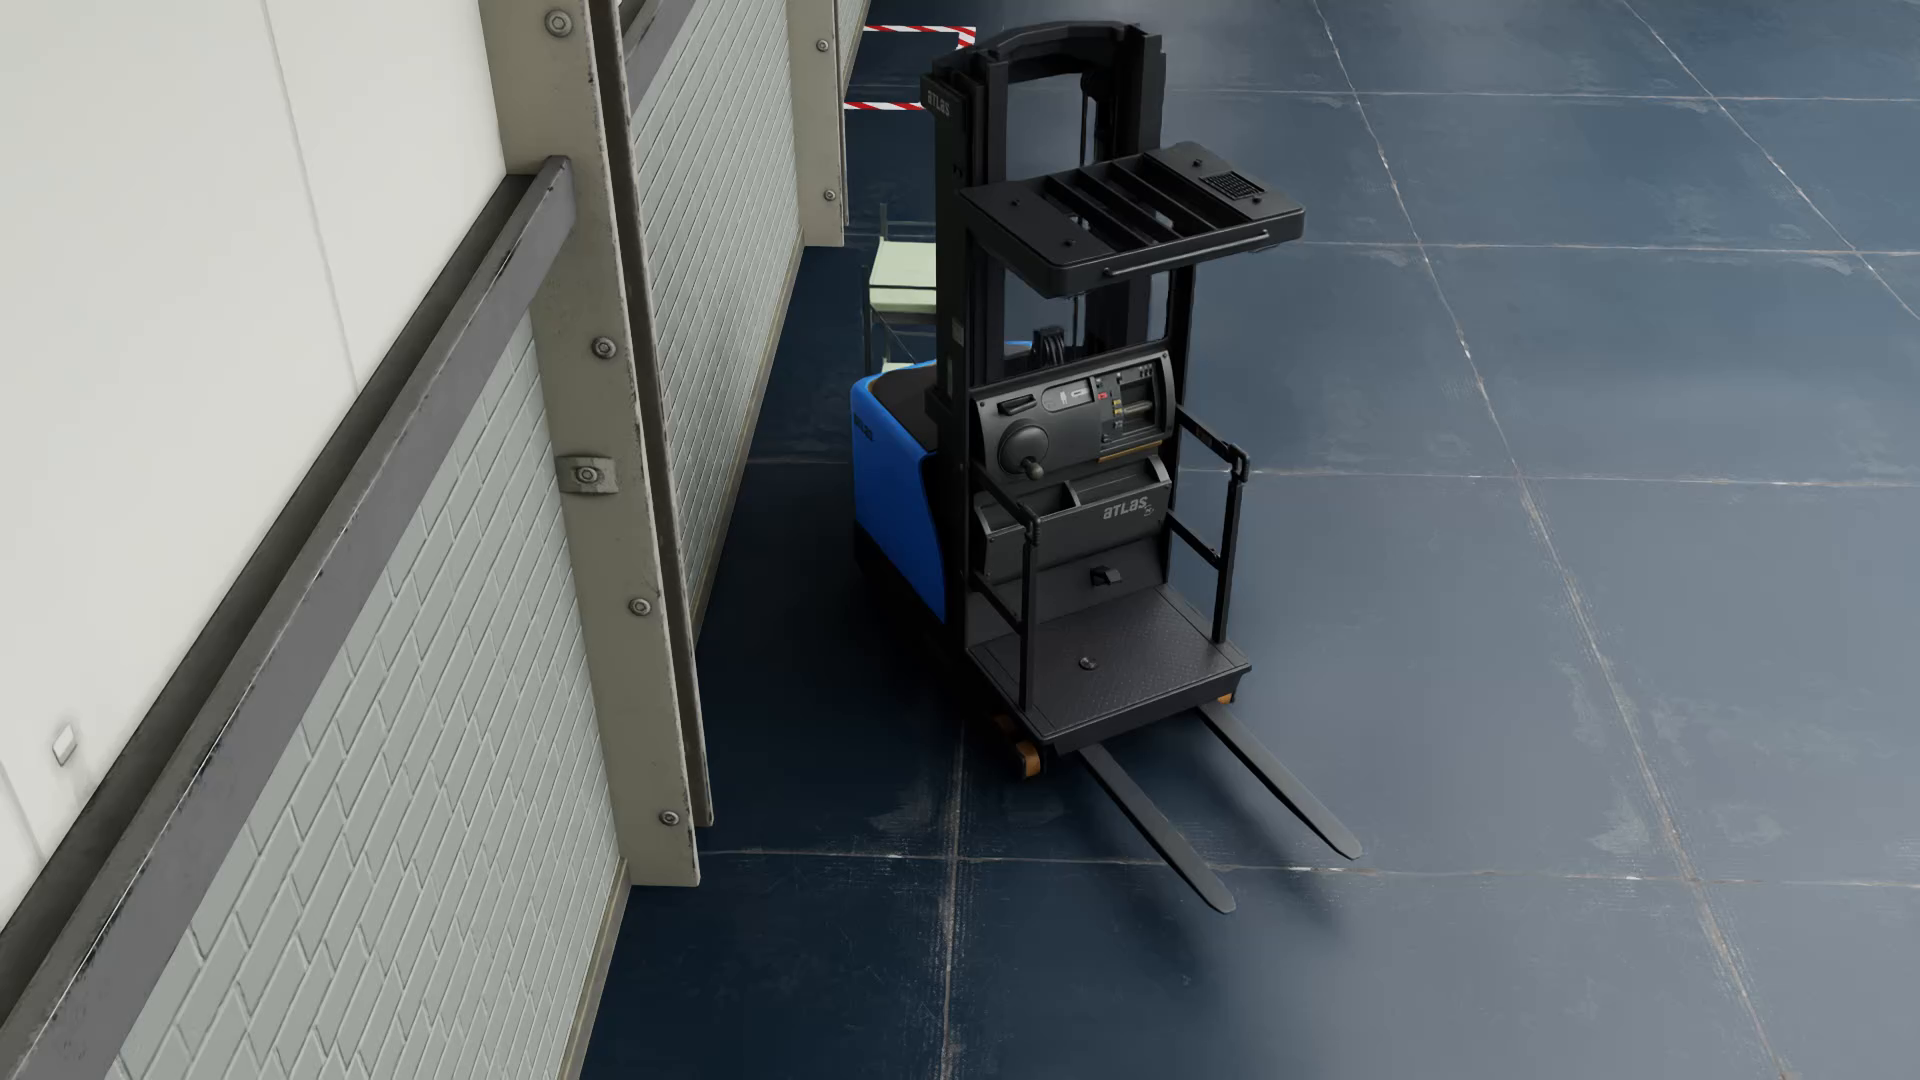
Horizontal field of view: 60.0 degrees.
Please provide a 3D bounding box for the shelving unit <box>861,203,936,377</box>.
[{"bbox_3d":[-0.242,-0.896,8.666,0.431,1.500,0.755,3,35,4],"label":"shelving unit"}]

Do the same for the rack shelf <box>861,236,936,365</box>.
[{"bbox_3d":[-0.242,-1.215,8.442,0.431,0.370,0.720,3,35,4],"label":"rack shelf"}]

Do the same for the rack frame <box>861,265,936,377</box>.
[{"bbox_3d":[-0.271,-0.686,8.368,0.400,1.500,0.023,3,35,4],"label":"rack frame"}]

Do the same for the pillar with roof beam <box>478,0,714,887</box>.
[{"bbox_3d":[3.099,-2.302,4.145,9.100,9.000,0.400,1,35,2],"label":"pillar with roof beam"}]

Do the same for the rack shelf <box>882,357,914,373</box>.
[{"bbox_3d":[-0.242,-0.629,8.854,0.431,0.370,0.720,3,35,4],"label":"rack shelf"}]

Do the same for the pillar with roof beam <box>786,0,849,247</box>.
[{"bbox_3d":[3.340,-5.749,9.050,9.100,9.000,0.400,1,35,2],"label":"pillar with roof beam"}]

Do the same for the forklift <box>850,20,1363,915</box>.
[{"bbox_3d":[0.592,-0.460,6.802,1.130,2.935,3.031,-17,38,-22],"label":"forklift"}]

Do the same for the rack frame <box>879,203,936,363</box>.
[{"bbox_3d":[-0.213,-1.106,8.965,0.400,1.500,0.023,3,35,4],"label":"rack frame"}]
